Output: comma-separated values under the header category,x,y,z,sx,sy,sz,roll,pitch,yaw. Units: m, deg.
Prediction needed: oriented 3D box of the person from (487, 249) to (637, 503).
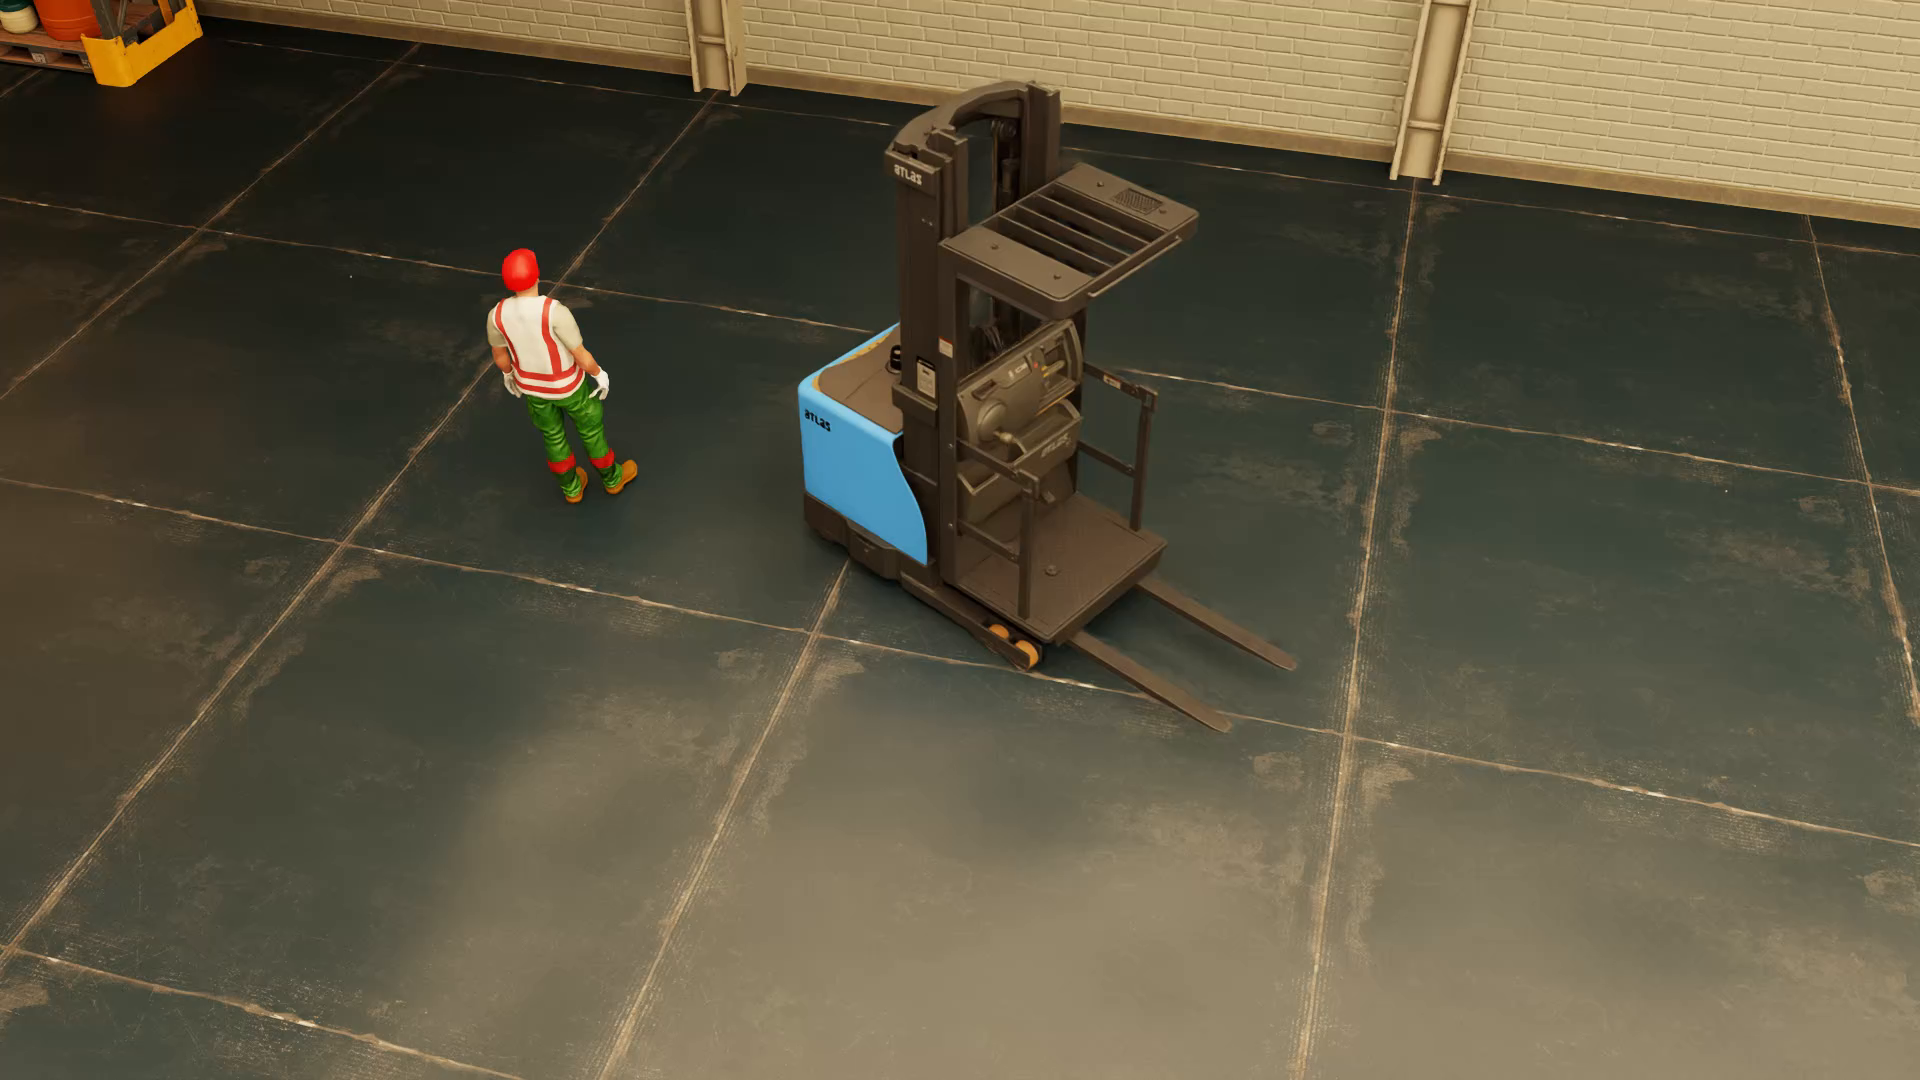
category,x,y,z,sx,sy,sz,roll,pitch,yaw
person,-2.377,-0.984,9.840,0.638,1.786,0.566,6,42,7

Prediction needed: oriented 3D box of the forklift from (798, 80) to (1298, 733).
category,x,y,z,sx,sy,sz,roll,pitch,yaw
forklift,0.484,-0.771,8.741,3.031,2.935,1.130,31,50,30
